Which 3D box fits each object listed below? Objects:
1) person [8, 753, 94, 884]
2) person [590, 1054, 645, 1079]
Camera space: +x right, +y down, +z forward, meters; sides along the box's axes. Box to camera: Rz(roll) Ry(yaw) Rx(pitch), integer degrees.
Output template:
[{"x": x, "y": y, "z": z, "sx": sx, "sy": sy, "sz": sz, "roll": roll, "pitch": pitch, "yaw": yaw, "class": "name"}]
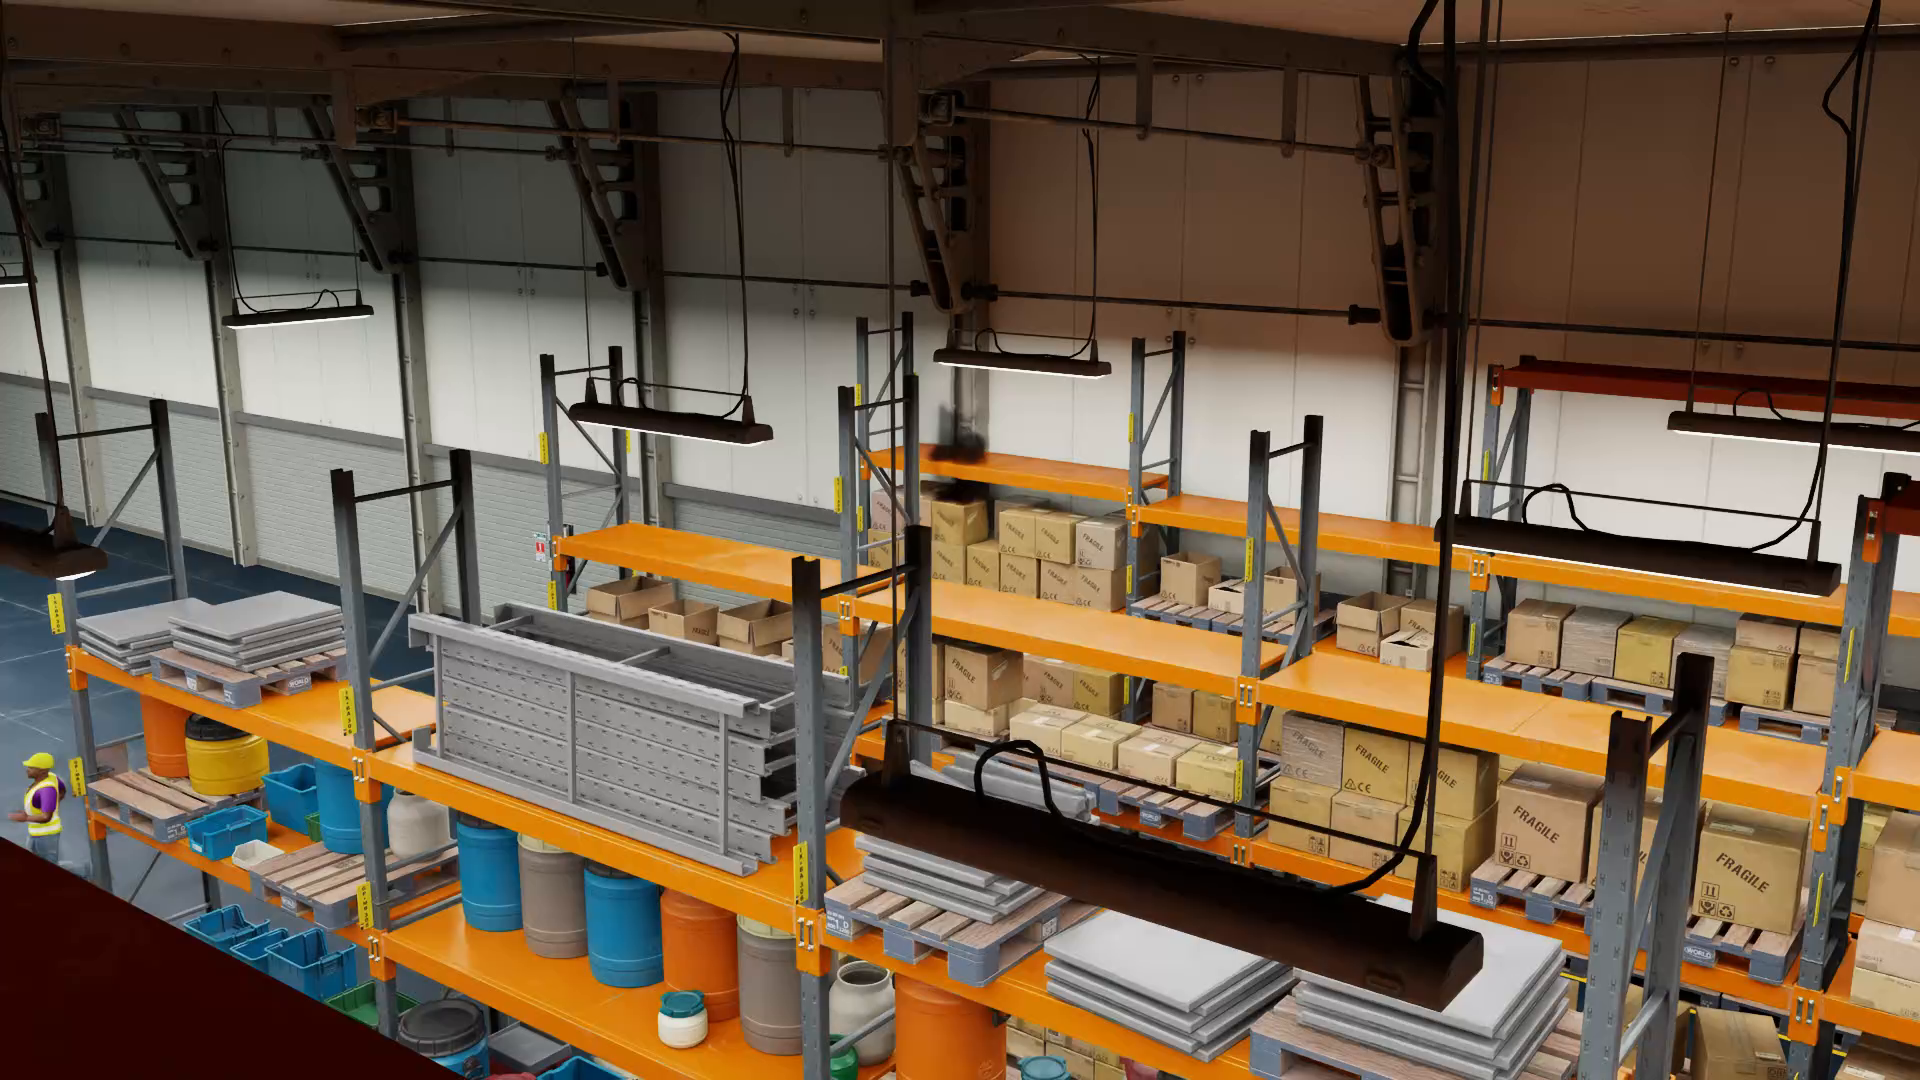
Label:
[{"x": -9.832, "y": 3.124, "z": 17.909, "sx": 0.933, "sy": 1.745, "sz": 0.702, "roll": -8, "pitch": 15, "yaw": -31, "class": "person"}, {"x": -2.875, "y": 3.998, "z": 14.193, "sx": 0.628, "sy": 1.726, "sz": 0.647, "roll": 6, "pitch": 15, "yaw": 26, "class": "person"}]
